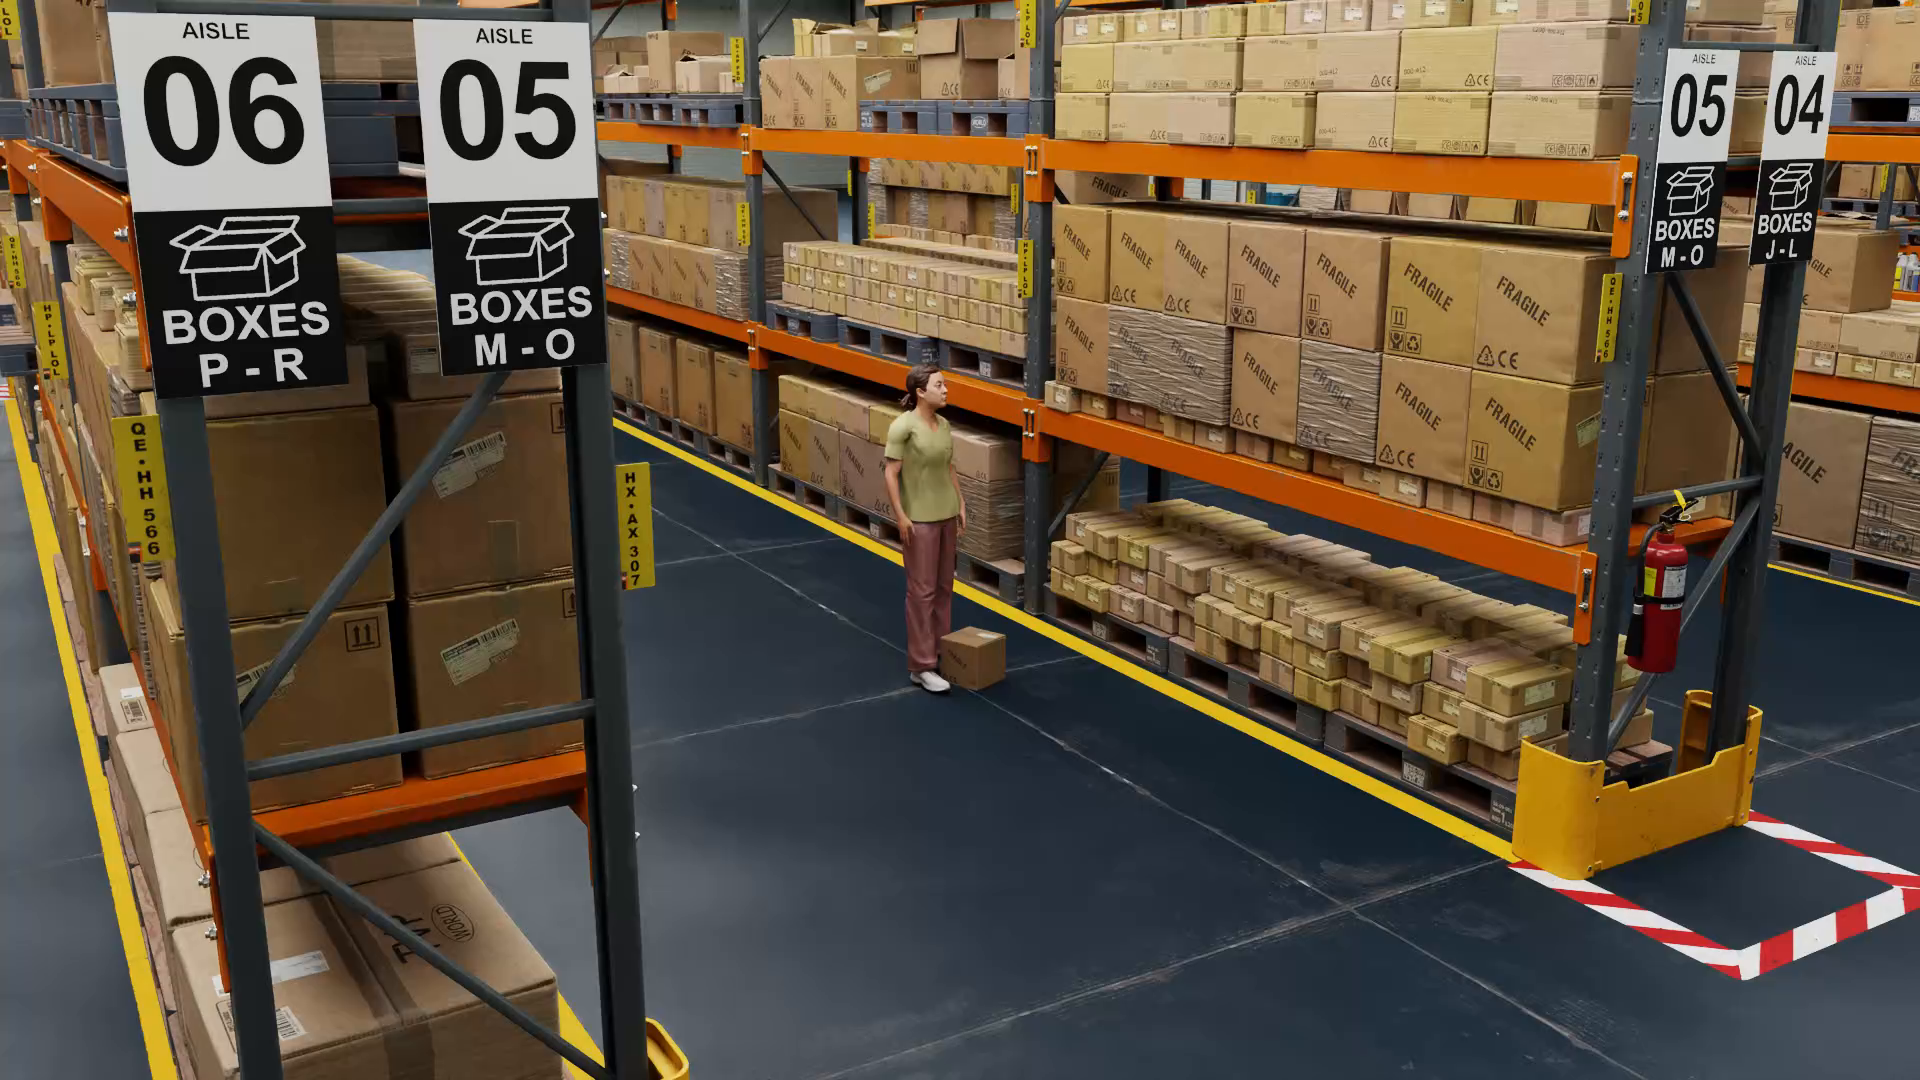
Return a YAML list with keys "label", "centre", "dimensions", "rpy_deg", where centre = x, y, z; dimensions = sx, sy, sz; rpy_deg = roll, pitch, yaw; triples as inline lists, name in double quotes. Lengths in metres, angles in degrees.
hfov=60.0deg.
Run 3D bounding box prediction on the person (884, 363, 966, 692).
- label: "person"
  centre: [-0.116, -0.093, 8.829]
  dimensions: [0.548, 1.675, 0.552]
  rpy_deg: [12, 19, 39]
